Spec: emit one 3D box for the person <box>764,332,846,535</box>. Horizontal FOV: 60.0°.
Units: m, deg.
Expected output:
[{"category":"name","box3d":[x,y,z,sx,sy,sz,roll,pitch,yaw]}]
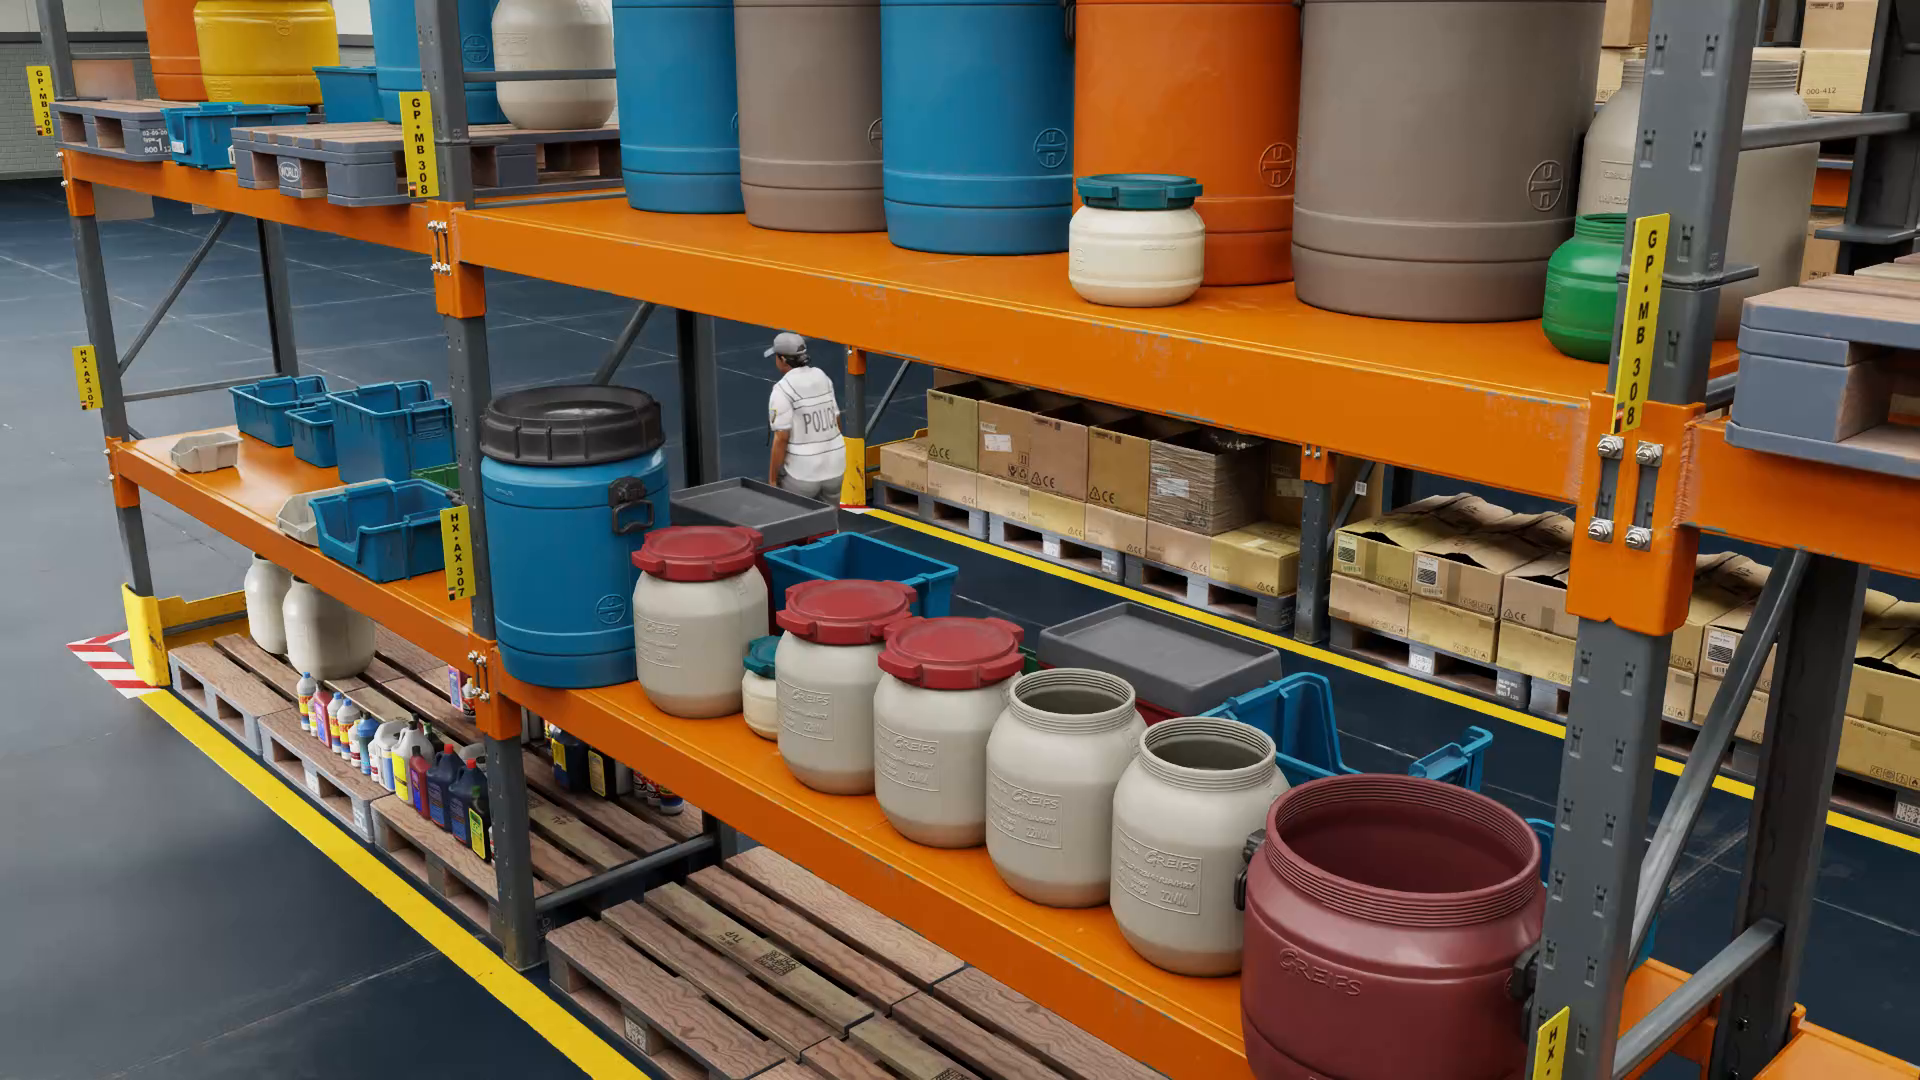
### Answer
[{"category":"person","box3d":[-0.918,-0.402,9.818,0.468,1.666,0.564,15,23,40]}]
